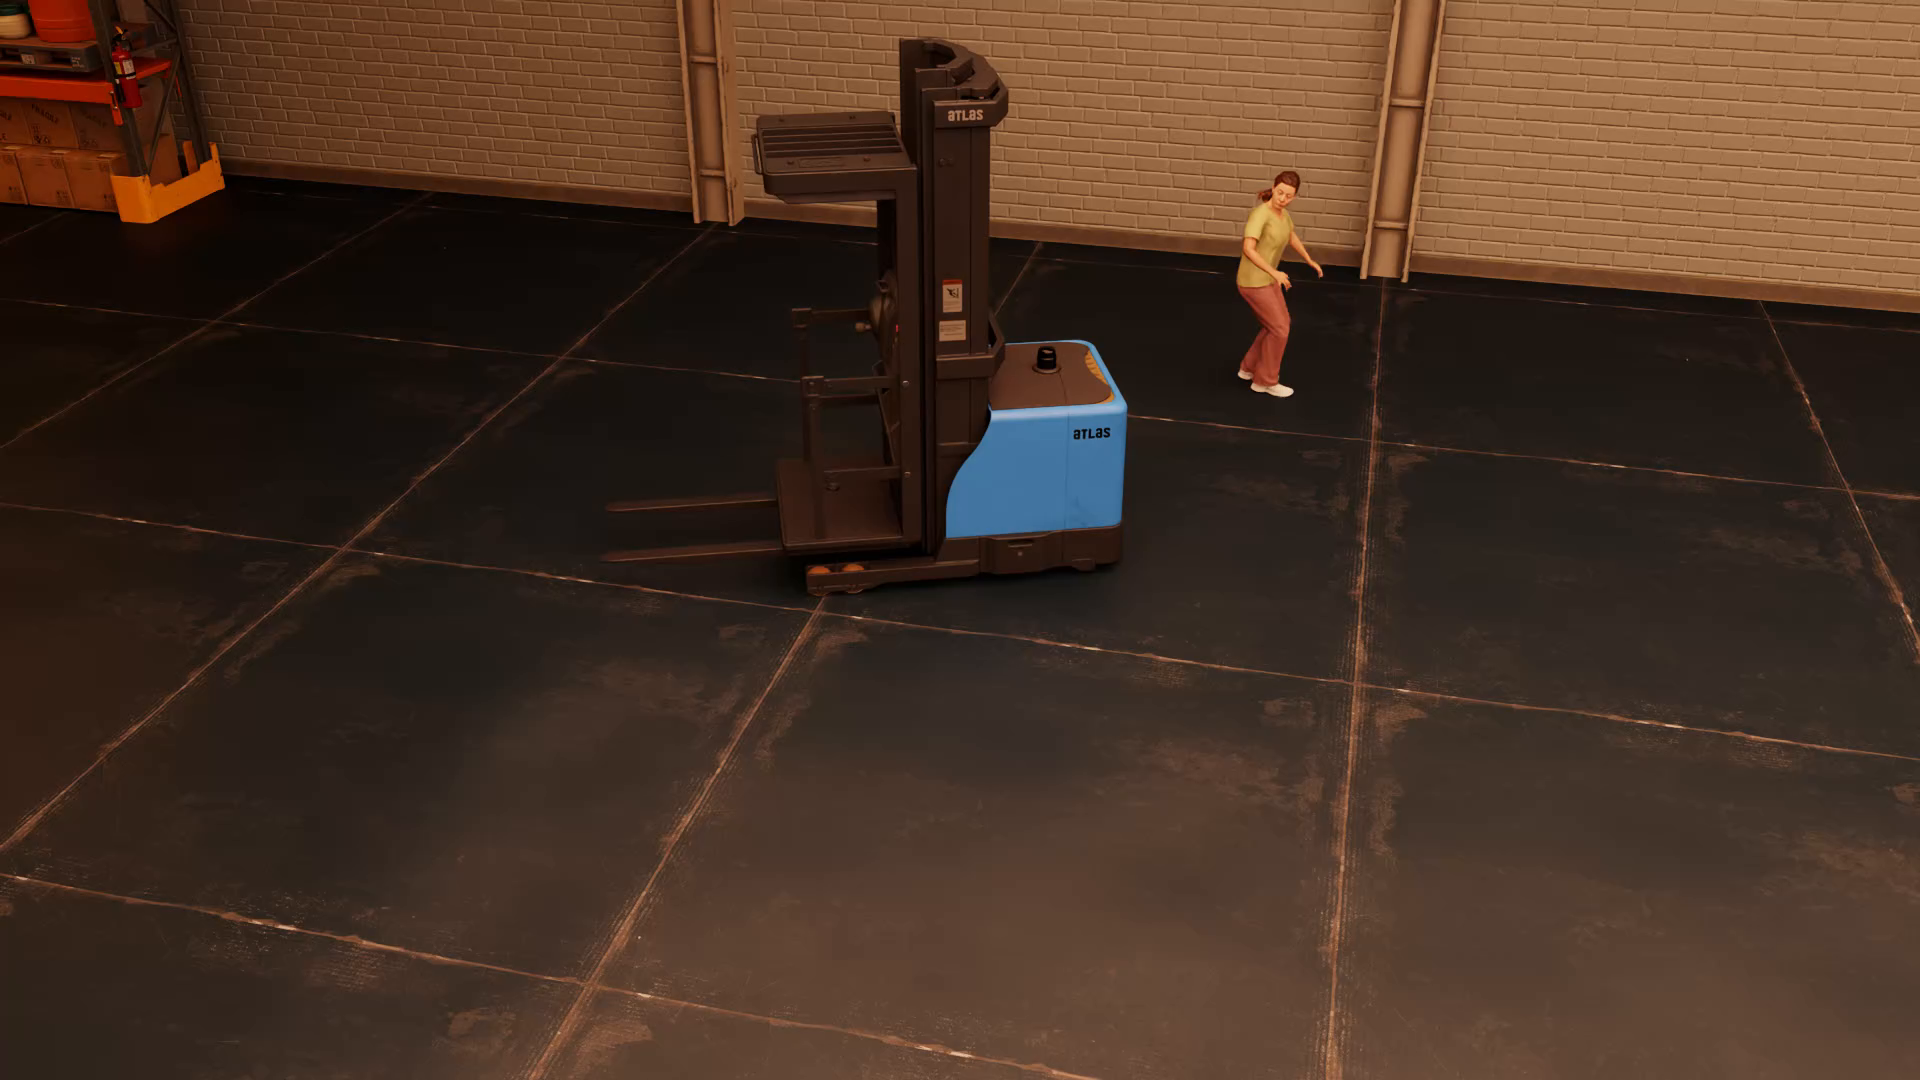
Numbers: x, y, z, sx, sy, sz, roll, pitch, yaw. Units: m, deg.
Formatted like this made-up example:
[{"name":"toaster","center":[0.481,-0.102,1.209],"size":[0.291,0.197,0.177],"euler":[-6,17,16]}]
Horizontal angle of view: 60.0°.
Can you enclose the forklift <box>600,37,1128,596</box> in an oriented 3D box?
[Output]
[{"name":"forklift","center":[-0.602,-1.232,9.345],"size":[3.031,2.935,1.130],"euler":[-4,30,-7]}]

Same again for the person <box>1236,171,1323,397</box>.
[{"name":"person","center":[2.233,-1.799,11.723],"size":[0.518,1.621,0.693],"euler":[14,32,23]}]
